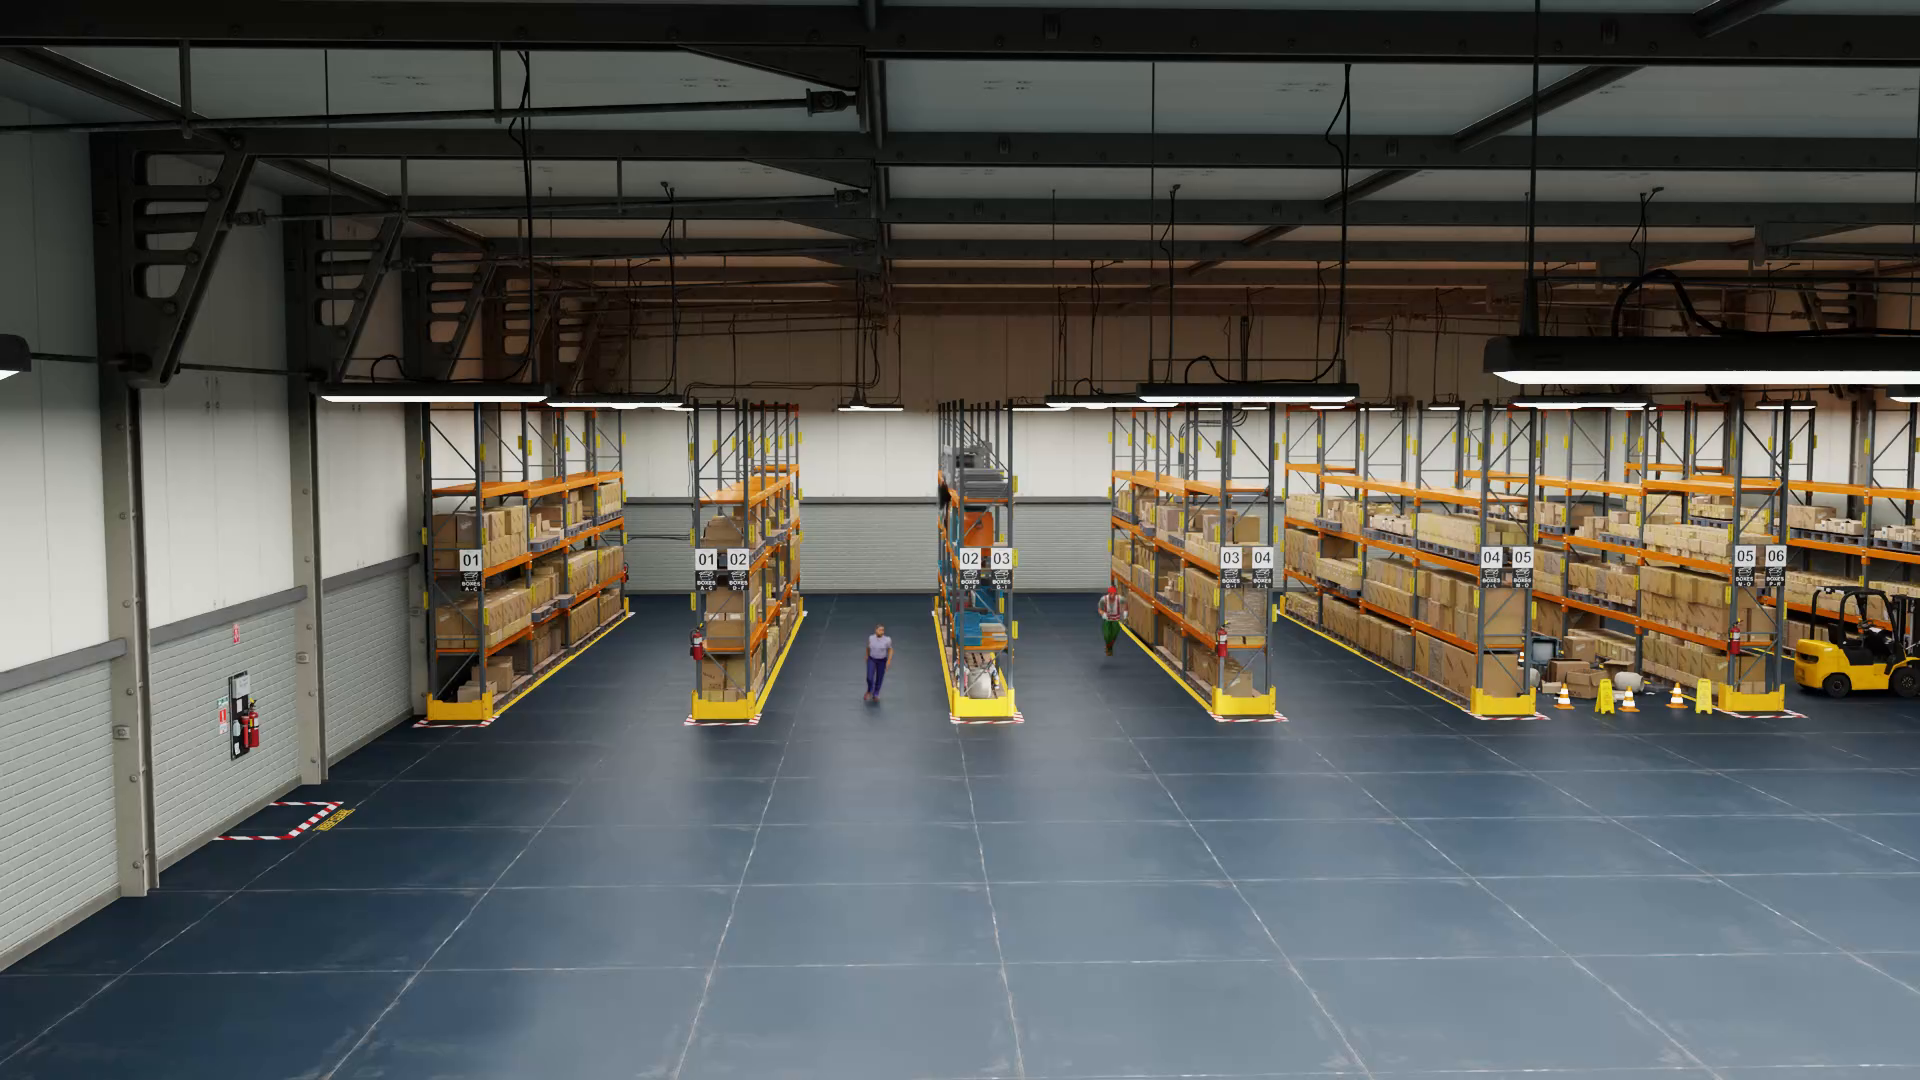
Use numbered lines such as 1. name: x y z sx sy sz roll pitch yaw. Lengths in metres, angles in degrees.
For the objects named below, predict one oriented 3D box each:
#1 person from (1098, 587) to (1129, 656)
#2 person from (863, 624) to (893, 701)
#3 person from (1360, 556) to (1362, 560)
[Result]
1. person: 3.428 1.820 37.174 0.691 1.614 0.791 0 4 1
2. person: -1.622 2.428 32.928 0.603 1.592 0.693 0 4 -3
3. person: 11.595 1.270 48.169 0.704 1.629 0.509 2 5 26
